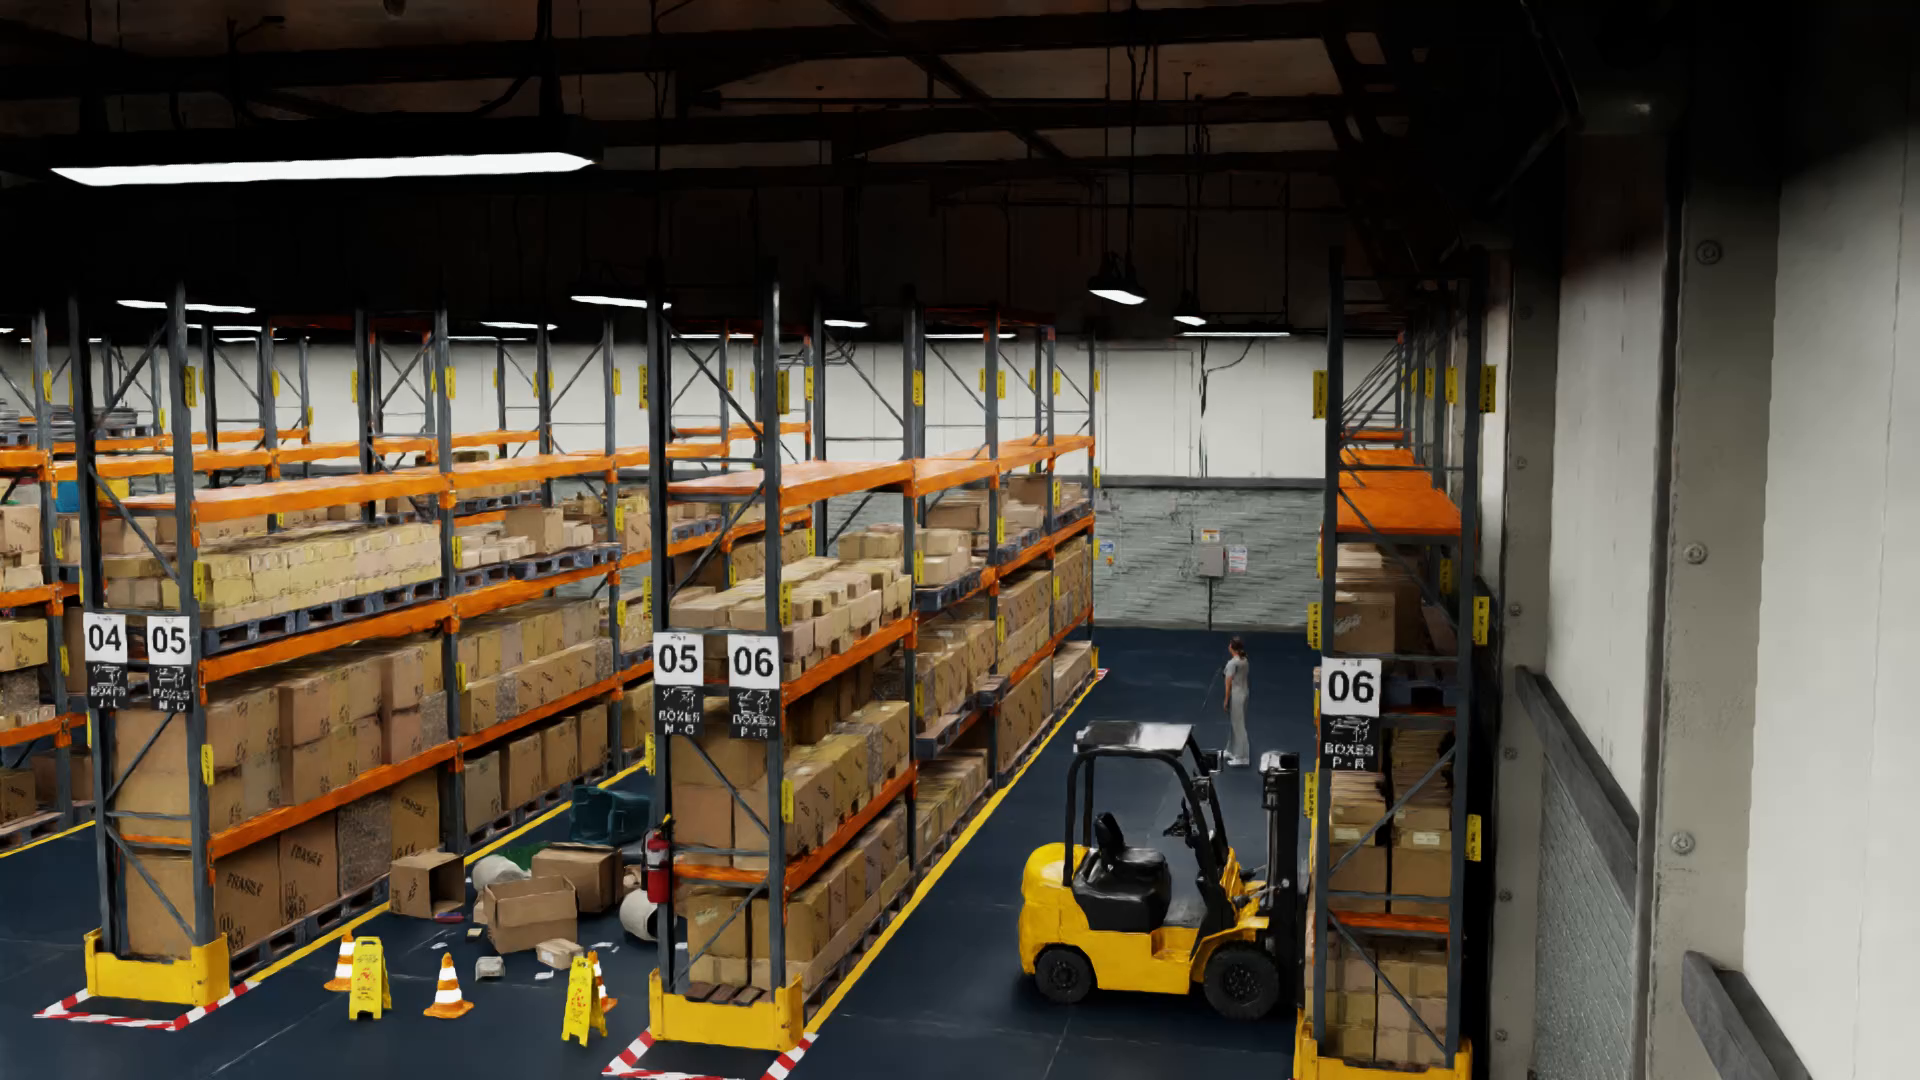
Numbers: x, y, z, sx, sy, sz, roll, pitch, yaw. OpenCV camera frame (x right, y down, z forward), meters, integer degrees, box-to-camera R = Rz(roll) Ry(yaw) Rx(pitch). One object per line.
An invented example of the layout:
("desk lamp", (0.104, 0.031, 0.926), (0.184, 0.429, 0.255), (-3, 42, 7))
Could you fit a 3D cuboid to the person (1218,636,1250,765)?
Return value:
("person", (3.631, 2.095, 22.006), (0.580, 1.666, 0.574), (4, 7, 34))
